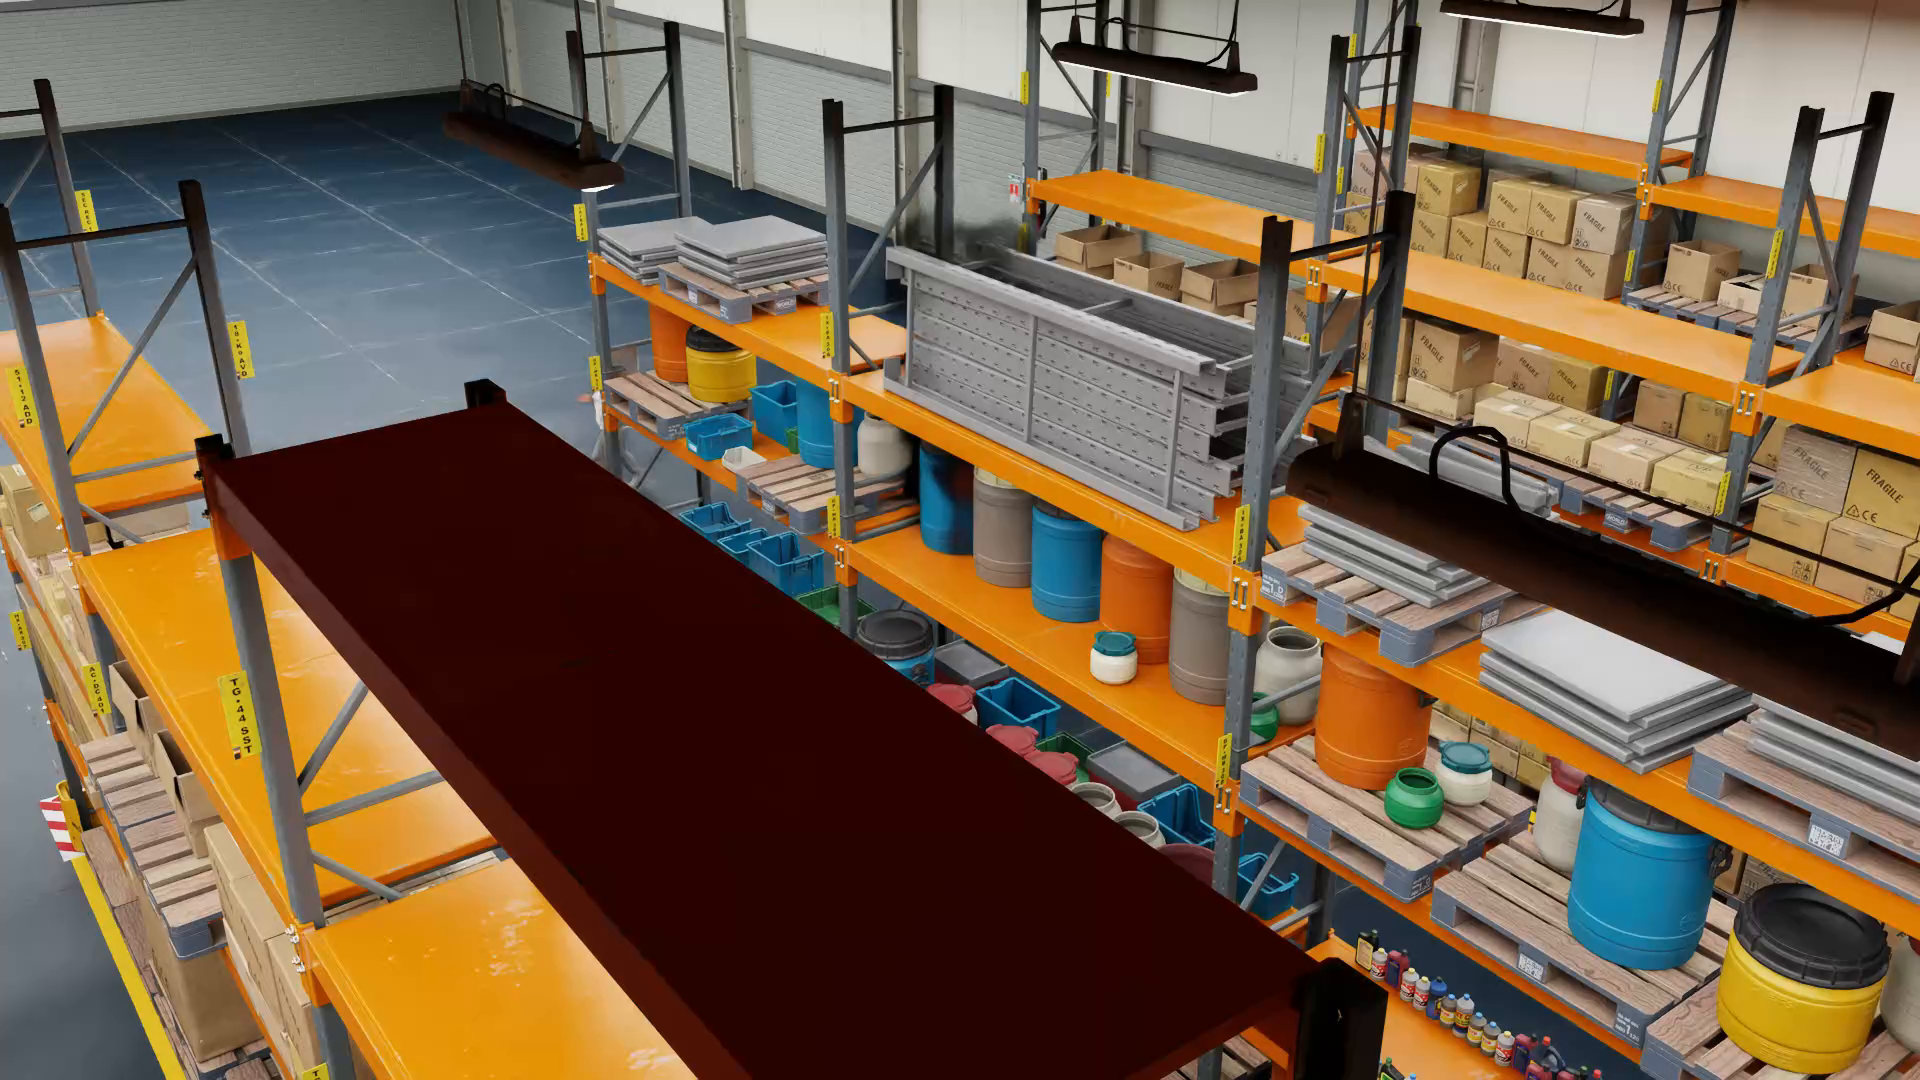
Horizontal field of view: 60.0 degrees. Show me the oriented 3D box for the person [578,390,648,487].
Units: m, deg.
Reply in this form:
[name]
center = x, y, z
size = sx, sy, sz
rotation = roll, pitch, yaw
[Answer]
[person]
center = -4.133, -1.345, 19.787
size = 0.734, 1.825, 0.639
rotation = -8, 26, -16
